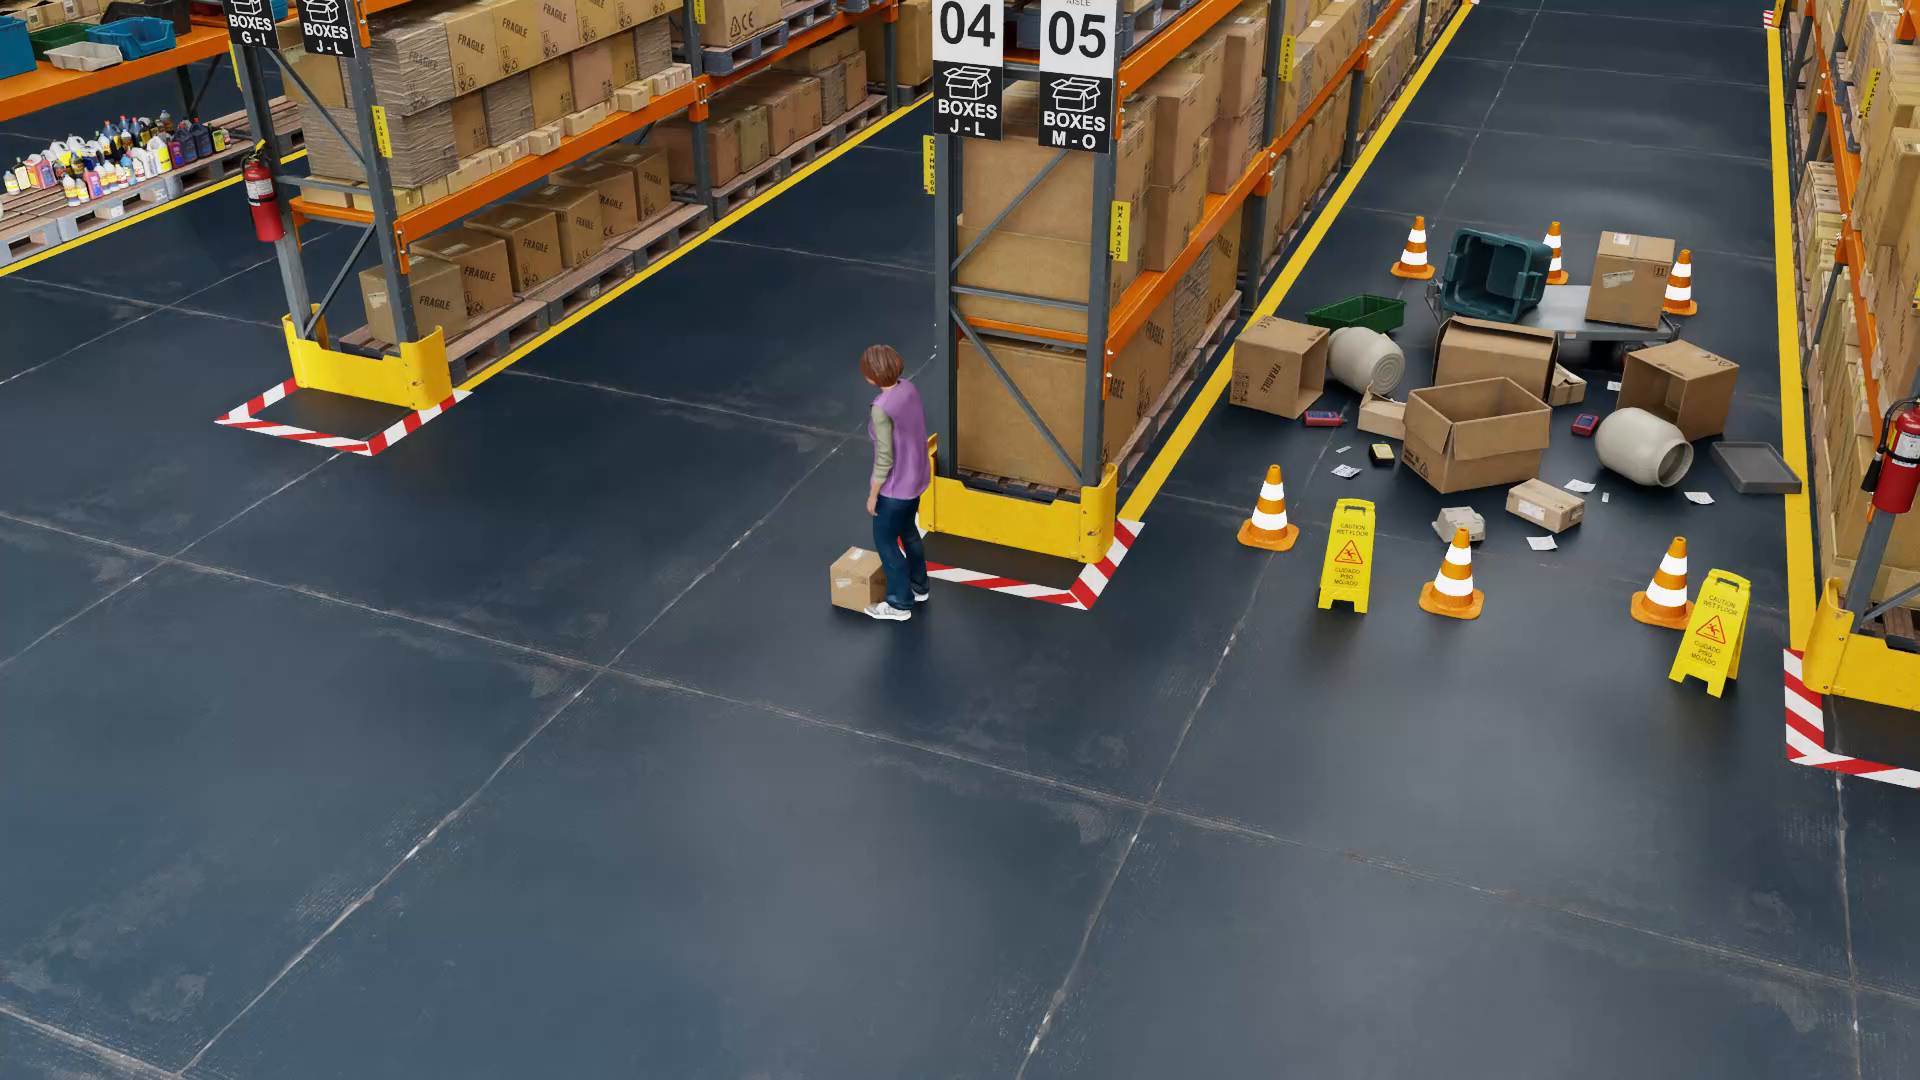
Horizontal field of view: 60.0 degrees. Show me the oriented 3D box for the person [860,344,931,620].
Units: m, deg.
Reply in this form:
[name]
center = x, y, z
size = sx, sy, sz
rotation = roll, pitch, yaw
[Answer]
[person]
center = -0.341, -0.304, 8.921
size = 0.349, 1.593, 0.474
rotation = 14, 33, 23
